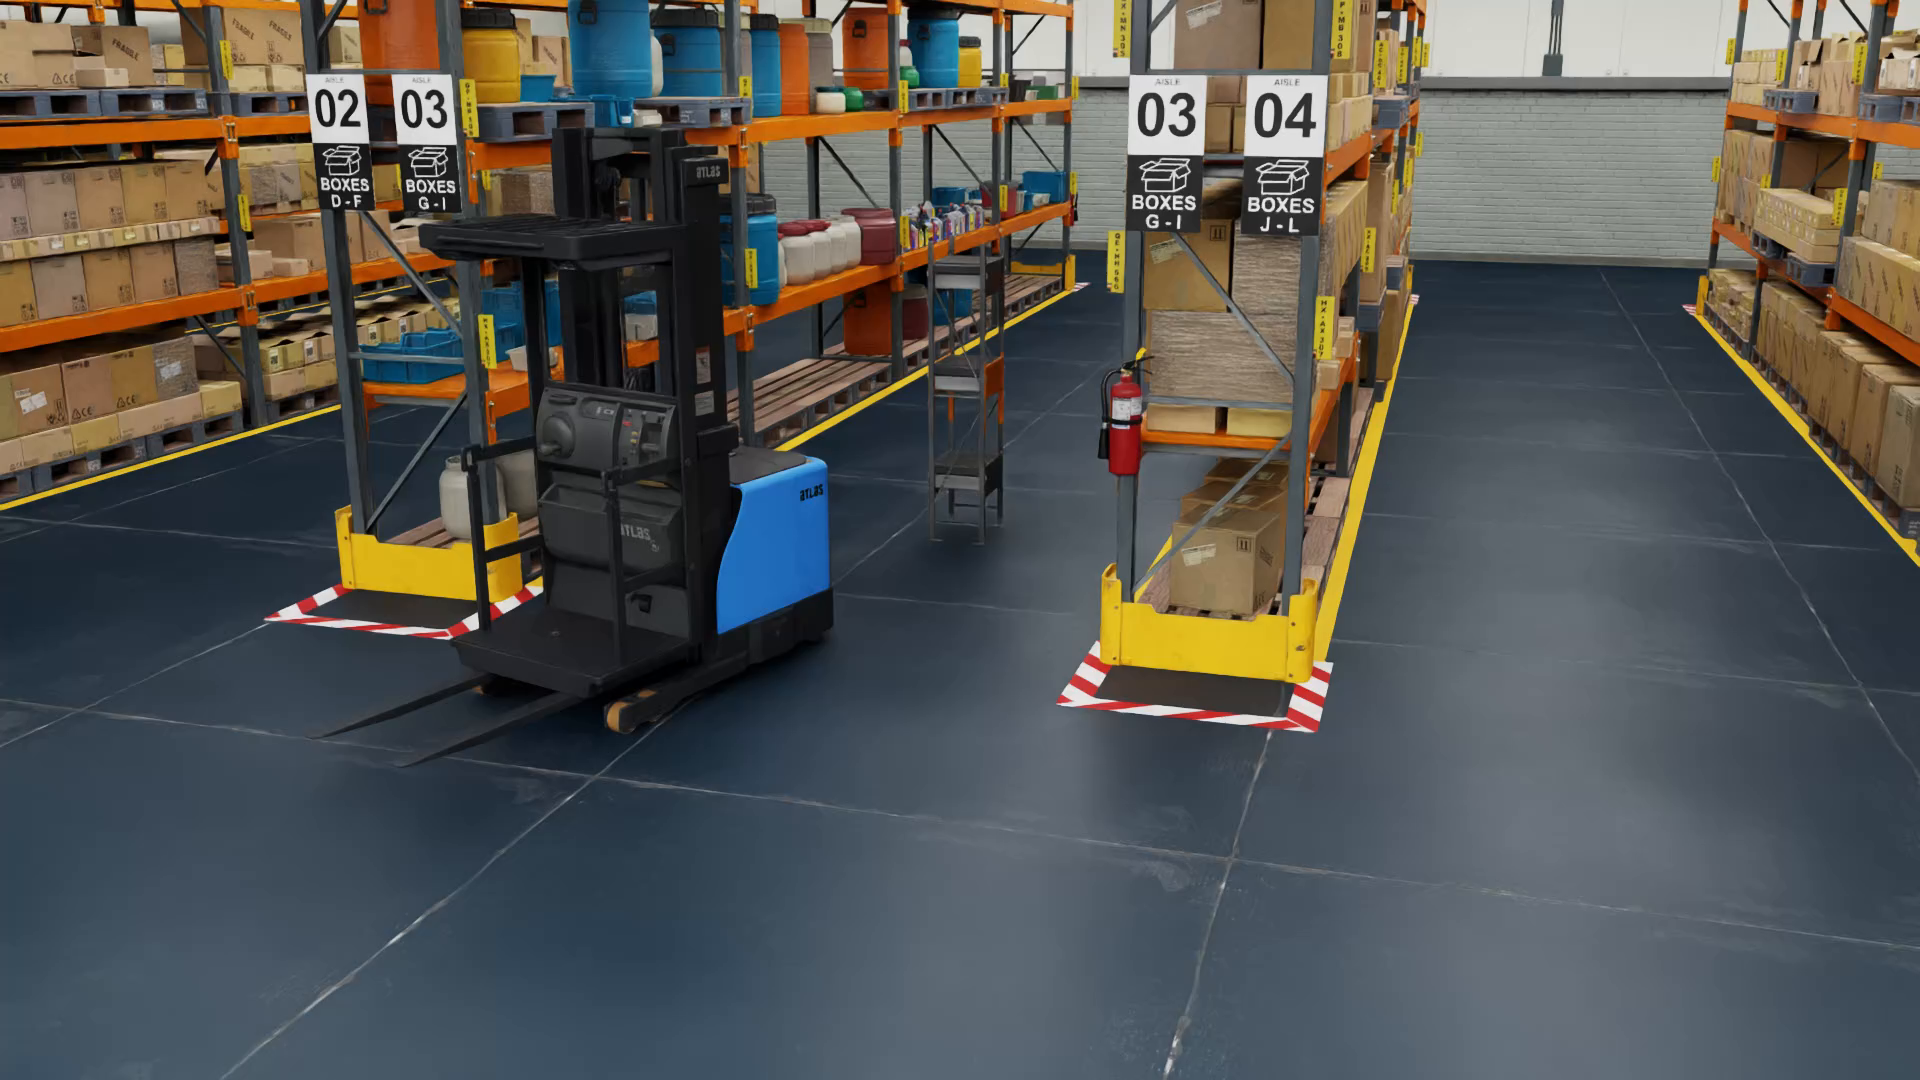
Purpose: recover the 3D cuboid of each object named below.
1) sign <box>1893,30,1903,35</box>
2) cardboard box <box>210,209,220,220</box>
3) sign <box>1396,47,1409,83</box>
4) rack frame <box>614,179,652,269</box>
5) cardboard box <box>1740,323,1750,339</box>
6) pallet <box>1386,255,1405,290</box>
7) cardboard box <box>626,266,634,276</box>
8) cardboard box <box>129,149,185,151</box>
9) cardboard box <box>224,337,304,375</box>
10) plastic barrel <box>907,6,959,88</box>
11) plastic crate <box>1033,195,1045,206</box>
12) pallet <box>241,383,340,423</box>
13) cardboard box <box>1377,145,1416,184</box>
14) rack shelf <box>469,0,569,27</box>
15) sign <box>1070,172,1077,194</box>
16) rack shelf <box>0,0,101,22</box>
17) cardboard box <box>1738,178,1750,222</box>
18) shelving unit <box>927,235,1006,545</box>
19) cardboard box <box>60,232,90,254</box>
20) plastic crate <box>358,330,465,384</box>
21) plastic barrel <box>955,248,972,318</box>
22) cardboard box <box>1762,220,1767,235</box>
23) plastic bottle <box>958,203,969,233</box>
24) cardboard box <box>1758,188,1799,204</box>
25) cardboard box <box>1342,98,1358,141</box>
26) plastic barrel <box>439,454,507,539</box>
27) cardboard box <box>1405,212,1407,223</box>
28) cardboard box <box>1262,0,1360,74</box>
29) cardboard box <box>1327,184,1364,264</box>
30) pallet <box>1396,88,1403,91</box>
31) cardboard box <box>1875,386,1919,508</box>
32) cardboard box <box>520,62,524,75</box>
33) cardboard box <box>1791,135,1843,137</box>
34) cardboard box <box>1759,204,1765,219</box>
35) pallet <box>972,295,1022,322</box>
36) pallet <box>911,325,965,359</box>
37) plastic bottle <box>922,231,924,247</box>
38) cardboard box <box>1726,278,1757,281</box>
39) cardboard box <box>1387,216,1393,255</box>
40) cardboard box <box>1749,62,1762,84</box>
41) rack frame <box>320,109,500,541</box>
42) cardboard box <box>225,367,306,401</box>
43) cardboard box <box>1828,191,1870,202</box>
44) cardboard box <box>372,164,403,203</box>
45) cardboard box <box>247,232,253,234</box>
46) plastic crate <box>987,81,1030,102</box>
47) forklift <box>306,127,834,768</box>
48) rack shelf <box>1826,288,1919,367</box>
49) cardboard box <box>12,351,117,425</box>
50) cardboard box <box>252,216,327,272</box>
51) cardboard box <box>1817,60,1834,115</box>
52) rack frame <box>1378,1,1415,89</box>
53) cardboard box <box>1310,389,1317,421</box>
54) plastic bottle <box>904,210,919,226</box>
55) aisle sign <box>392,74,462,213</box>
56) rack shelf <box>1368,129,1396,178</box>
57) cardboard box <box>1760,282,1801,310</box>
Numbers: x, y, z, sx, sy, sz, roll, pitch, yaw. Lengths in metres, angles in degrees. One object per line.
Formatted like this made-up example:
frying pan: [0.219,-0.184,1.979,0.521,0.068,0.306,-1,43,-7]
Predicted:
sign: [10.034,-5.295,17.835,0.100,0.325,0.005,5,16,16]
cardboard box: [-9.955,-4.269,21.805,0.380,0.149,0.250,5,17,17]
sign: [4.157,-4.470,15.646,0.100,0.325,0.005,5,16,16]
rack frame: [-4.723,-4.636,22.678,1.000,3.000,0.127,5,16,16]
cardboard box: [9.286,-2.415,19.303,0.380,0.149,0.250,5,17,17]
pallet: [3.537,-2.534,15.616,1.213,0.211,1.003,5,16,16]
cardboard box: [-4.588,-3.494,22.425,0.500,0.500,0.500,5,16,16]
cardboard box: [-10.430,-4.942,21.618,0.500,0.250,0.500,4,16,14]
cardboard box: [-6.640,-1.781,15.853,0.500,0.311,0.500,5,16,16]
plastic barrel: [-0.313,-5.679,19.169,0.600,0.901,0.708,5,16,16]
plastic crate: [1.008,-4.897,23.972,0.396,0.136,0.243,5,16,16]
pallet: [-6.824,-1.397,16.369,1.003,0.211,1.213,5,16,16]
cardboard box: [6.024,-5.197,23.012,0.500,0.500,0.500,5,17,17]
rack shelf: [-5.291,-6.461,20.167,1.077,0.370,4.000,5,16,16]
sign: [1.694,-5.338,24.852,0.100,0.325,0.005,5,16,16]
rack shelf: [-11.178,-5.797,17.828,1.077,0.370,4.000,5,16,16]
cardboard box: [9.659,-4.061,19.923,0.500,0.500,0.500,5,16,16]
shelving unit: [0.047,-1.053,11.696,0.431,2.100,0.503,5,16,16]
cardboard box: [-7.303,-2.414,13.470,0.380,0.149,0.250,5,17,18]
plastic crate: [-3.529,-1.194,10.815,0.499,0.251,0.616,5,16,16]
plastic barrel: [-0.145,-3.303,21.052,0.600,0.901,0.708,5,16,16]
cardboard box: [8.800,-3.332,17.769,0.380,0.149,0.250,5,17,16]
plastic bottle: [0.025,-3.913,20.219,0.144,0.351,0.185,5,16,16]
cardboard box: [8.948,-3.756,18.175,0.380,0.149,0.250,6,17,19]
cardboard box: [2.177,-2.606,10.297,0.500,0.250,0.500,5,17,18]
plastic barrel: [-3.271,-0.295,11.161,0.421,0.512,0.421,0,16,0]
cardboard box: [5.545,-4.137,21.378,0.380,0.149,0.250,5,17,17]
cardboard box: [2.045,-2.970,9.661,0.500,0.500,0.500,5,16,16]
cardboard box: [2.496,-2.176,11.444,0.500,0.500,0.500,5,16,16]
pallet: [4.561,-4.974,18.724,0.805,0.209,1.217,4,16,14]
cardboard box: [7.318,-0.652,11.984,1.050,0.750,0.750,5,16,16]
cardboard box: [-5.623,-5.331,19.447,0.910,0.500,0.500,5,16,16]
cardboard box: [10.316,-4.628,20.087,0.500,0.500,0.500,4,16,14]
cardboard box: [8.876,-3.545,17.976,0.380,0.149,0.250,4,16,15]
pallet: [0.197,-3.105,22.389,1.003,0.211,1.213,5,16,16]
pallet: [-0.579,-2.391,19.871,1.003,0.211,1.213,5,16,16]
plastic bottle: [-0.450,-3.381,18.618,0.097,0.201,0.097,0,16,0]
cardboard box: [9.927,-3.228,21.077,0.380,0.149,0.250,5,17,18]
cardboard box: [4.036,-2.975,16.637,0.500,0.500,0.500,5,17,18]
cardboard box: [9.819,-5.619,20.004,0.500,0.250,0.500,4,16,14]
rack frame: [-3.385,-1.112,10.251,1.000,3.000,0.127,5,16,16]
cardboard box: [-6.644,-1.509,15.921,0.500,0.250,0.500,4,16,15]
cardboard box: [9.498,-3.633,17.741,0.380,0.149,0.250,4,16,14]
cardboard box: [-9.091,-5.495,25.155,0.980,0.700,0.700,4,16,14]
cardboard box: [-9.533,-4.007,23.630,0.750,0.750,0.750,5,17,17]
plastic crate: [0.641,-5.935,21.999,0.497,0.269,0.590,5,16,16]
forklift: [-1.964,-0.577,8.492,1.130,2.935,3.031,10,19,31]
rack shelf: [7.796,-1.540,13.080,1.077,0.370,4.000,5,16,16]
cardboard box: [-7.338,-1.252,13.641,0.500,0.500,0.500,5,16,16]
cardboard box: [-6.612,-2.929,16.475,0.500,0.500,0.500,6,17,20]
cardboard box: [8.558,-4.332,15.925,0.500,0.500,0.500,5,16,16]
rack frame: [4.774,-6.753,19.147,1.000,3.000,0.127,5,16,16]
cardboard box: [1.848,-0.791,9.581,0.380,0.149,0.250,5,16,16]
plastic bottle: [-0.589,-3.846,20.118,0.152,0.276,0.135,5,16,16]
aisle sign: [-3.124,-2.321,9.750,0.394,0.787,0.004,5,16,16]
rack shelf: [3.069,-3.394,14.120,1.077,0.370,4.000,5,16,16]
cardboard box: [9.038,-2.643,18.089,0.500,0.250,0.500,4,16,13]
